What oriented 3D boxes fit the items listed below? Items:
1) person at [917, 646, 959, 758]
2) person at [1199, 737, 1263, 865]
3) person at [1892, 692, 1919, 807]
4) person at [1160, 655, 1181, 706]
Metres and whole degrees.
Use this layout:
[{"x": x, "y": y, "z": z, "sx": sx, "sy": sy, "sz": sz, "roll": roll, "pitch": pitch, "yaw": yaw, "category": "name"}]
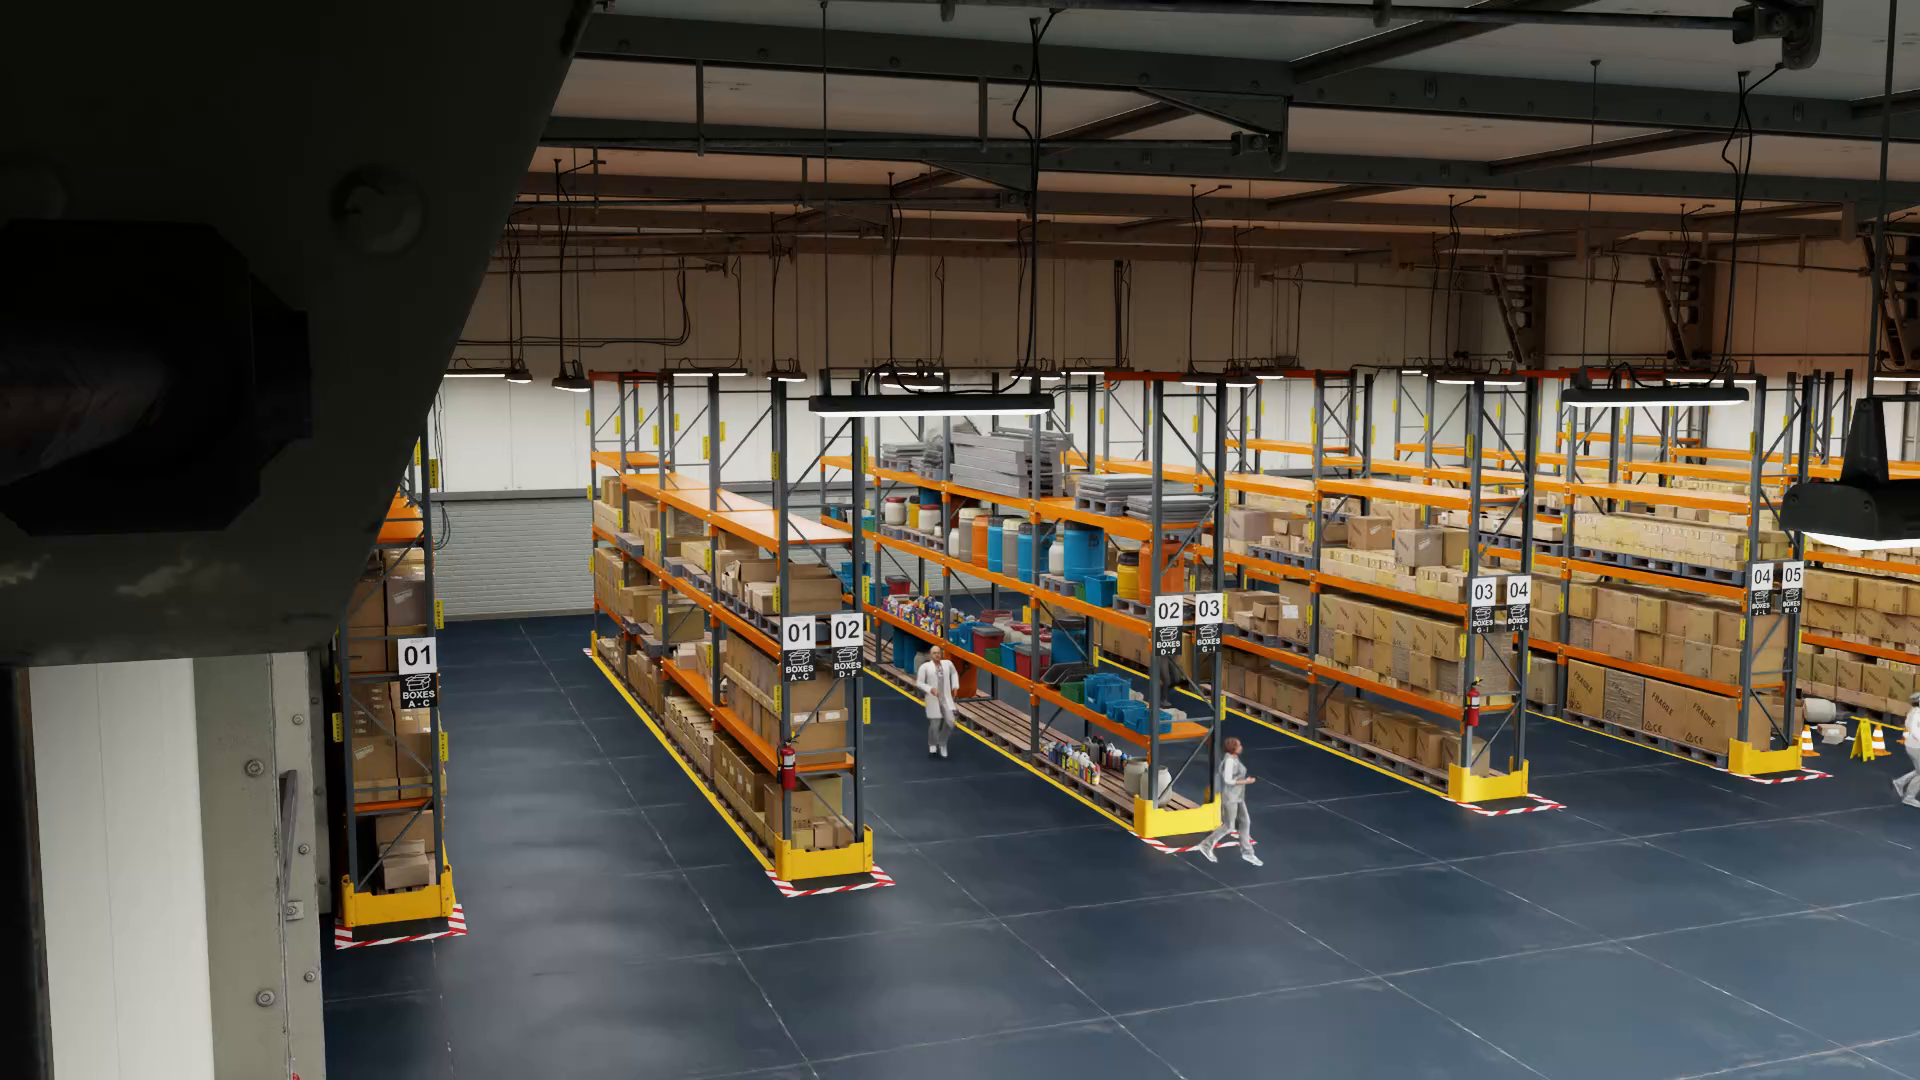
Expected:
[{"x": -0.331, "y": 2.549, "z": 26.213, "sx": 0.719, "sy": 1.770, "sz": 0.741, "roll": -2, "pitch": 7, "yaw": -15, "category": "person"}, {"x": 3.359, "y": 3.233, "z": 20.565, "sx": 0.769, "sy": 1.618, "sz": 0.542, "roll": 2, "pitch": 7, "yaw": 19, "category": "person"}, {"x": 13.419, "y": 2.916, "z": 23.311, "sx": 0.518, "sy": 1.665, "sz": 0.630, "roll": 4, "pitch": 7, "yaw": 30, "category": "person"}, {"x": 3.752, "y": 2.191, "z": 29.950, "sx": 0.571, "sy": 1.608, "sz": 0.550, "roll": -3, "pitch": 7, "yaw": -24, "category": "person"}]
